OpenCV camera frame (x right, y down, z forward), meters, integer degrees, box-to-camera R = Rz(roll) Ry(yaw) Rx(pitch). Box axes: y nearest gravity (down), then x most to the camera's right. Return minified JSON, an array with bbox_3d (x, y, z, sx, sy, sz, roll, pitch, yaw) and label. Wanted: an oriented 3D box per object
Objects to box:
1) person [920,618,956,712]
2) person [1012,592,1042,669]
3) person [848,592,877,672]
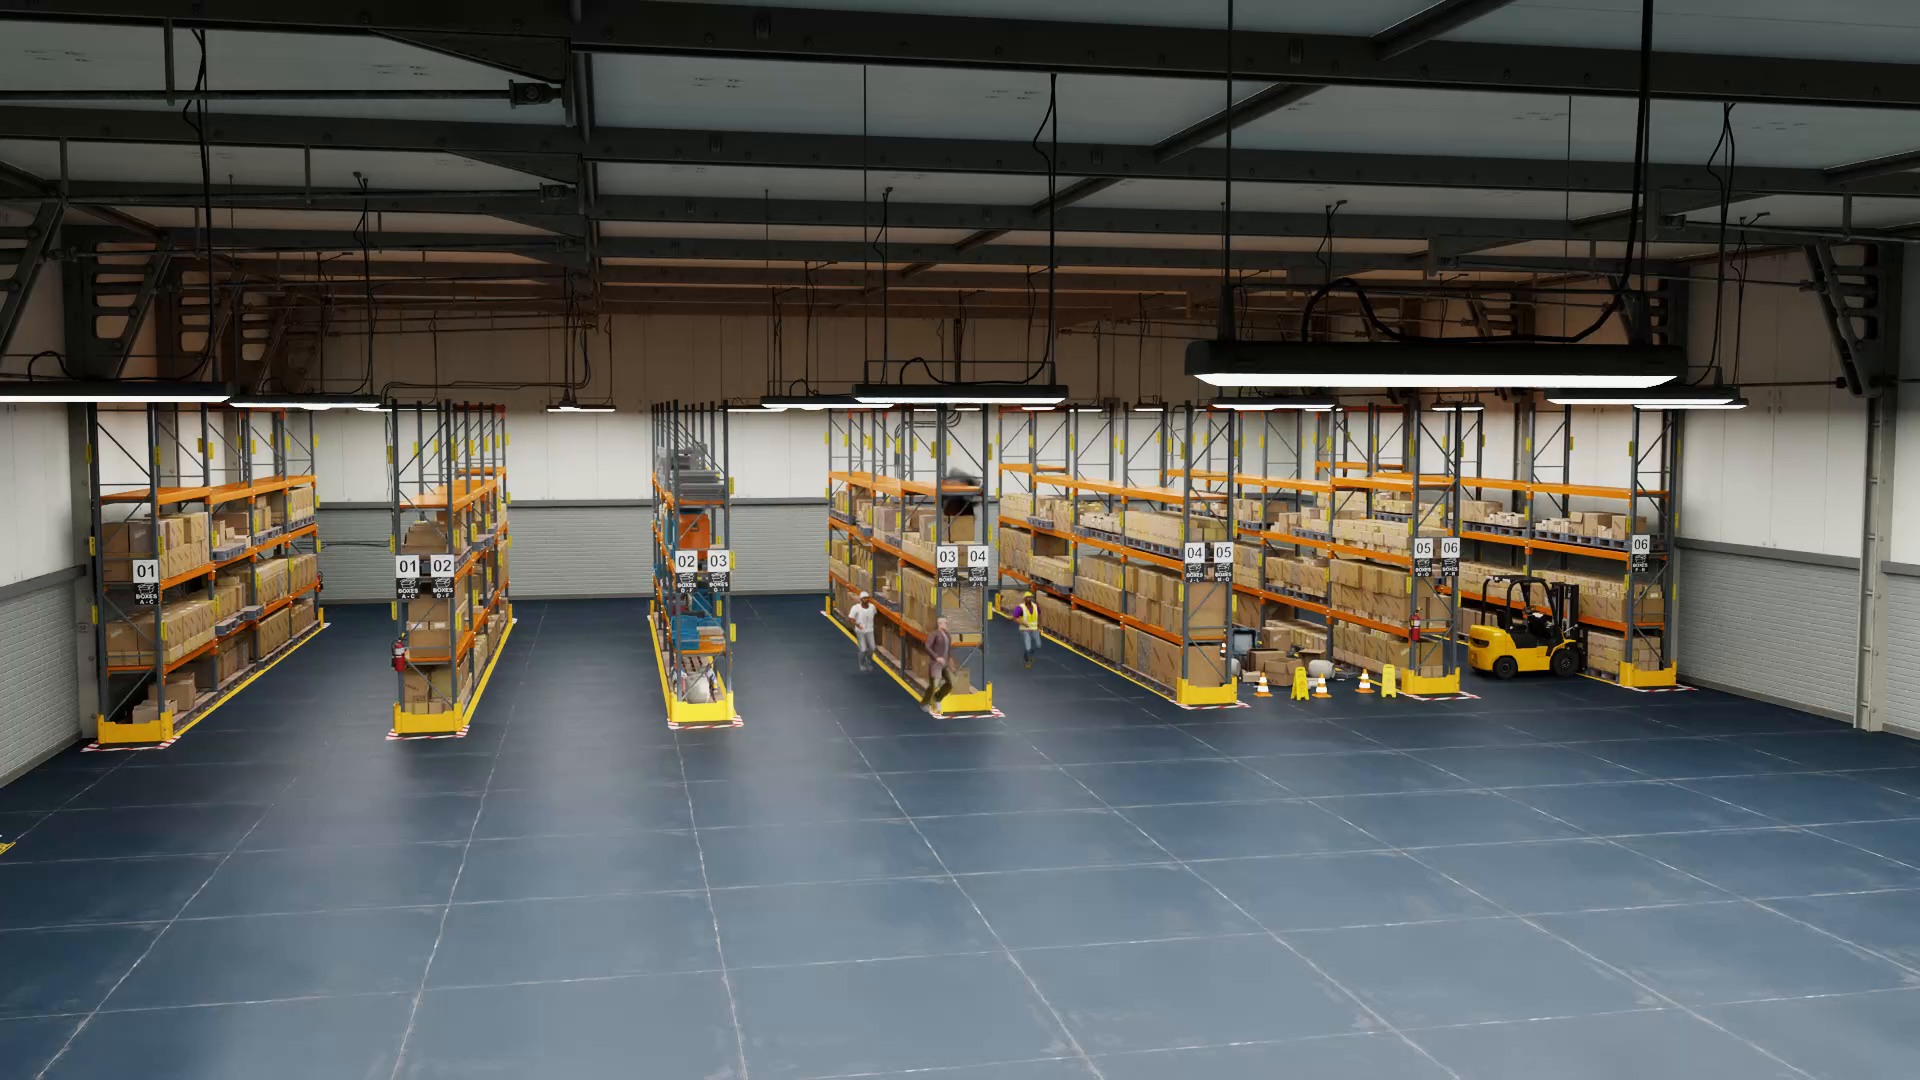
[{"bbox_3d":[-0.353,2.301,30.718,0.642,1.732,0.775,4,6,44],"label":"person"},{"bbox_3d":[1.535,2.001,36.847,0.770,1.719,0.526,-2,5,-25],"label":"person"},{"bbox_3d":[-2.043,1.974,35.715,0.697,1.741,0.626,-1,5,-19],"label":"person"}]
